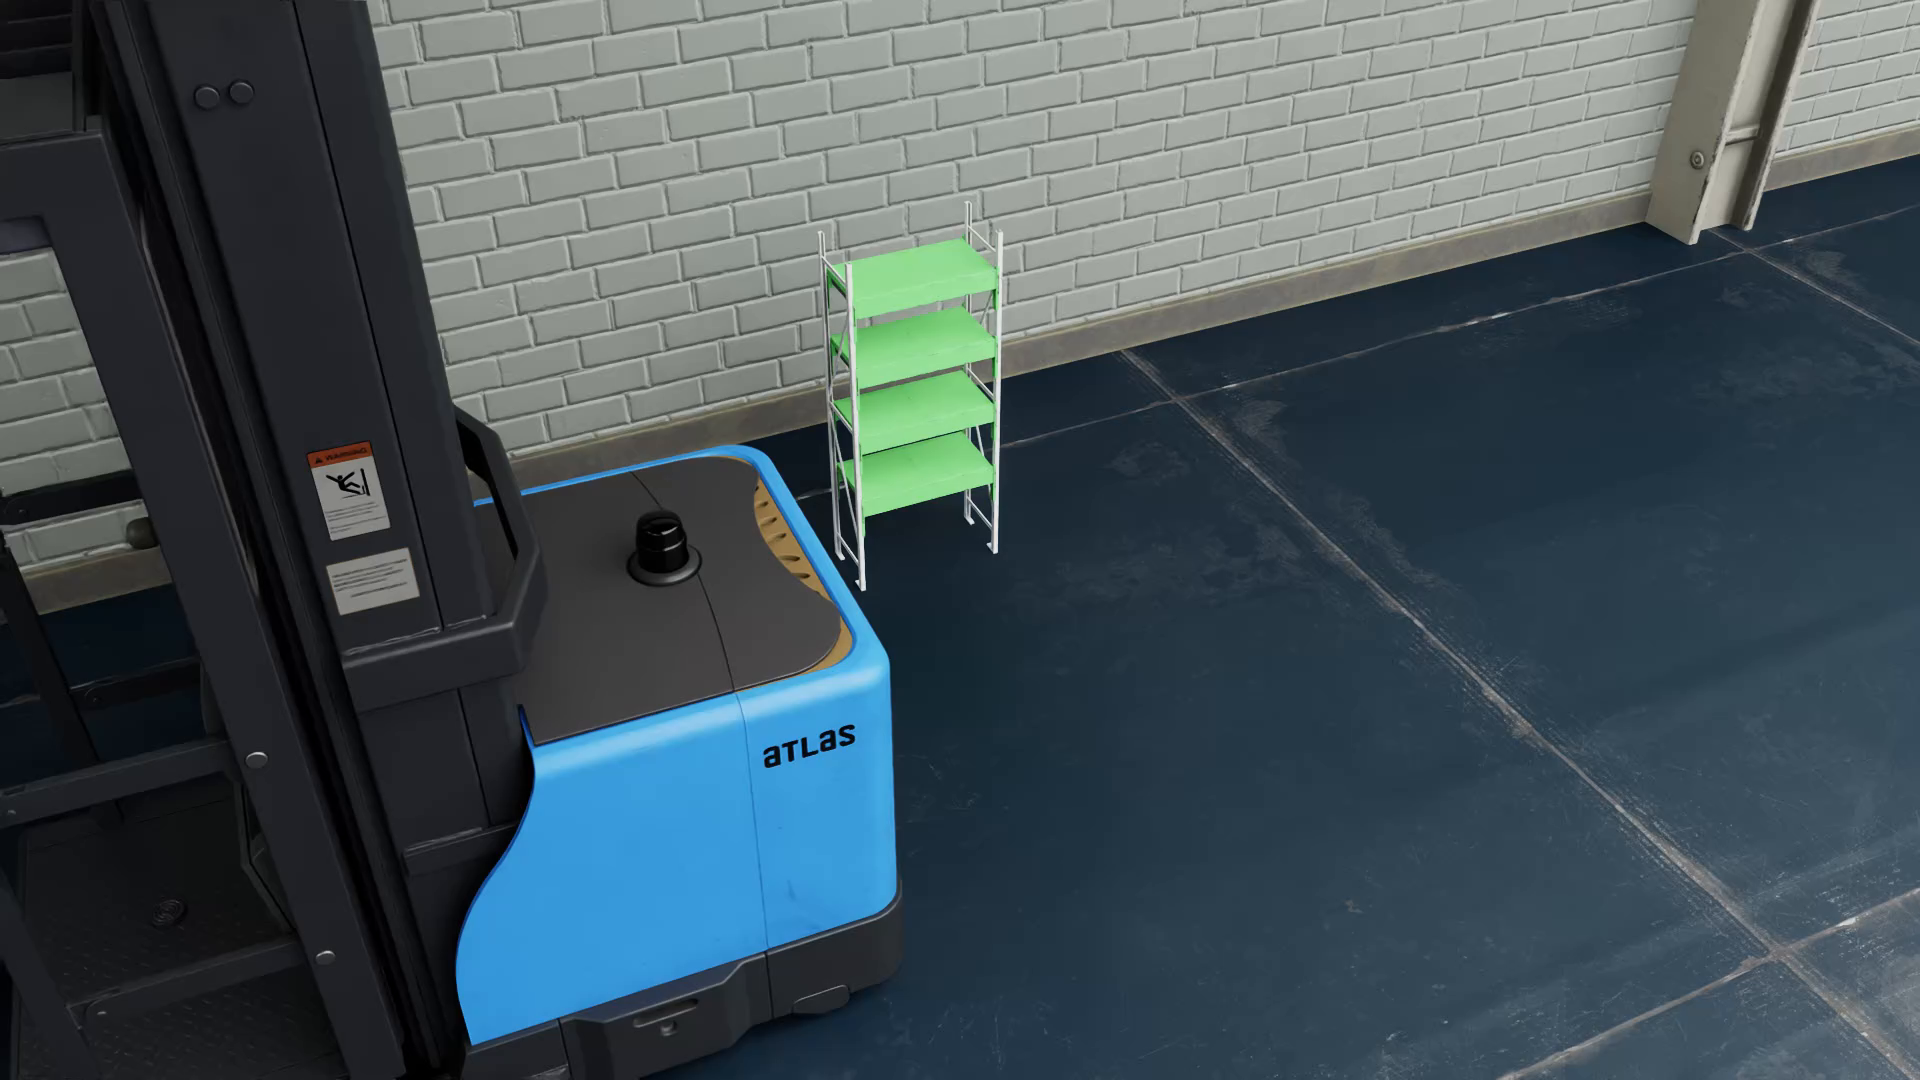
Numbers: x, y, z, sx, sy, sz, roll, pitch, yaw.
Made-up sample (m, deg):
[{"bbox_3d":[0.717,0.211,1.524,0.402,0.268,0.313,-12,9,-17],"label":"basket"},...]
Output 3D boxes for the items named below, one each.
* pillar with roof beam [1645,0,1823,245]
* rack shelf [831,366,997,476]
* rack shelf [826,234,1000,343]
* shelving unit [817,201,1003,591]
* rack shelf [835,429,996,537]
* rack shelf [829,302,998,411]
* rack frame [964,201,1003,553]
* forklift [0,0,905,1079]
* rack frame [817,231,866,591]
[{"bbox_3d":[5.253,-2.767,1.926,0.400,9.000,9.100,-16,39,-20],"label":"pillar with roof beam"},{"bbox_3d":[-0.150,-0.389,5.374,0.480,0.148,0.258,-16,39,-20],"label":"rack shelf"},{"bbox_3d":[-0.150,-0.774,5.088,0.480,0.148,0.258,-16,39,-20],"label":"rack shelf"},{"bbox_3d":[-0.150,-0.440,5.336,0.503,1.200,0.258,-16,39,-20],"label":"shelving unit"},{"bbox_3d":[-0.150,-0.196,5.517,0.480,0.148,0.258,-16,39,-20],"label":"rack shelf"},{"bbox_3d":[-0.150,-0.581,5.231,0.480,0.148,0.258,-16,39,-20],"label":"rack shelf"},{"bbox_3d":[0.071,-0.502,5.419,0.015,1.200,0.240,-16,39,-20],"label":"rack frame"},{"bbox_3d":[-1.706,0.026,3.254,3.031,2.935,1.130,-14,39,-18],"label":"forklift"},{"bbox_3d":[-0.371,-0.378,5.253,0.015,1.200,0.240,-16,39,-20],"label":"rack frame"}]
